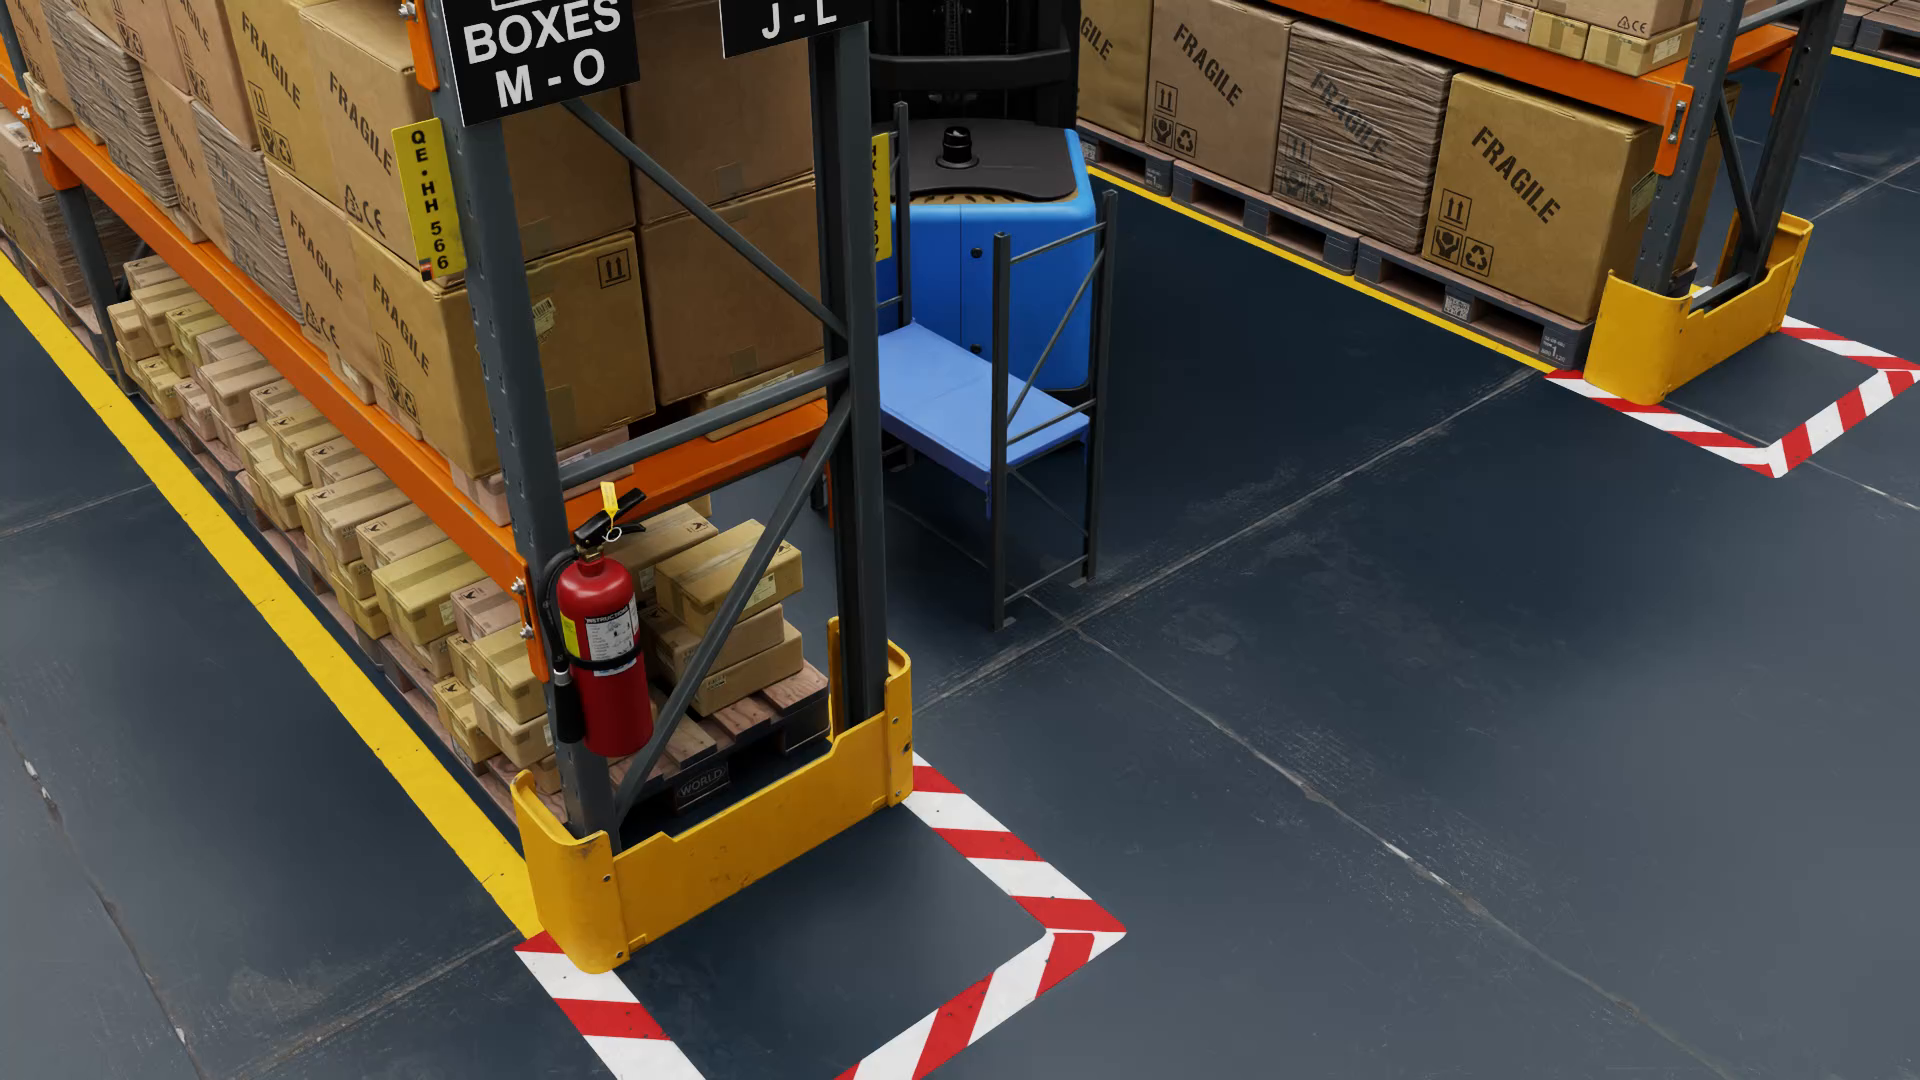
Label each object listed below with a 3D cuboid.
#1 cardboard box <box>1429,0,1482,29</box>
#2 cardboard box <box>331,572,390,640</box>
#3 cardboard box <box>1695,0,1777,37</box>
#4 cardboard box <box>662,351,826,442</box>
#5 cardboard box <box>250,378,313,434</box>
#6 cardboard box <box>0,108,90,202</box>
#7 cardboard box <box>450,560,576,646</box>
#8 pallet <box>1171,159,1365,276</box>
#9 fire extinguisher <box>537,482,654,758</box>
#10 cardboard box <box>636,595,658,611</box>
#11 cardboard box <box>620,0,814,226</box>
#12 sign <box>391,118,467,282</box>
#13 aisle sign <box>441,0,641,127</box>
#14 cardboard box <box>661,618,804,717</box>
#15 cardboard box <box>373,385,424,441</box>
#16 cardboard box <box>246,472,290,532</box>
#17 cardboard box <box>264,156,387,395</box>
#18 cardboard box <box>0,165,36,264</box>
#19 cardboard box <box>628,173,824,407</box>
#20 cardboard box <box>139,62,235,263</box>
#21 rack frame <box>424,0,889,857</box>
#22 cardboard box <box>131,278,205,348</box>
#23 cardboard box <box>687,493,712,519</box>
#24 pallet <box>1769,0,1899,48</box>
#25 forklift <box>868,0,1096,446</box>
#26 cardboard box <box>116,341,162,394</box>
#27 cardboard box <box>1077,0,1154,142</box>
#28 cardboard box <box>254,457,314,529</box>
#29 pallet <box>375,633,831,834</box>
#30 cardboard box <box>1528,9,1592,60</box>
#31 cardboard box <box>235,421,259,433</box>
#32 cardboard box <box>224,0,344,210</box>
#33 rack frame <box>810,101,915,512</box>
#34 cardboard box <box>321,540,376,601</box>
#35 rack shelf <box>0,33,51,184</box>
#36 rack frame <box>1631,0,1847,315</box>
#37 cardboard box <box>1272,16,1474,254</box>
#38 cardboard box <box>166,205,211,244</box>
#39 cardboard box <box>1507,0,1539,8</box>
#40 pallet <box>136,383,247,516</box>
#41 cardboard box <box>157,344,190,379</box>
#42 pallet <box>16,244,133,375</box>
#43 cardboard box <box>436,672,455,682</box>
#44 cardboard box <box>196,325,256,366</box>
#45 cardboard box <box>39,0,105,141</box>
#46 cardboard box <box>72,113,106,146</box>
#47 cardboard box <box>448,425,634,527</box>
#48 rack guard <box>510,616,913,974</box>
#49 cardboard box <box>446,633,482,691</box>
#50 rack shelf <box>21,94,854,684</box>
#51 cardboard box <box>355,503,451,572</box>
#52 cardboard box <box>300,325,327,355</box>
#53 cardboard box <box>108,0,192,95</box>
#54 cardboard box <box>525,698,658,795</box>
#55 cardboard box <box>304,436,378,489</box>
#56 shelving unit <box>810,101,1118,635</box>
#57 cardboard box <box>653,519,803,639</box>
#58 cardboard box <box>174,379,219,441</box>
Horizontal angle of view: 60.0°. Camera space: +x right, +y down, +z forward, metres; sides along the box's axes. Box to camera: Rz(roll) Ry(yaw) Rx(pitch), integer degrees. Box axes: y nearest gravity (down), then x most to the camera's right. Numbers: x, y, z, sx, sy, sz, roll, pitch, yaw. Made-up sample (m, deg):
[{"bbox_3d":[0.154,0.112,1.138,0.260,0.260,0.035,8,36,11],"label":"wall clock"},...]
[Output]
[{"bbox_3d":[2.255,-2.350,7.190,0.380,0.149,0.250,-25,42,-31],"label":"cardboard box"},{"bbox_3d":[-1.855,0.143,5.555,0.380,0.149,0.250,-28,44,-34],"label":"cardboard box"},{"bbox_3d":[3.251,-2.259,7.061,0.380,0.149,0.250,-25,43,-31],"label":"cardboard box"},{"bbox_3d":[-0.585,-0.439,4.492,0.380,0.149,0.250,-26,43,-32],"label":"cardboard box"},{"bbox_3d":[-2.284,-0.488,5.932,0.380,0.149,0.250,-28,44,-34],"label":"cardboard box"},{"bbox_3d":[-3.881,-1.734,7.254,0.500,0.250,0.500,-27,44,-33],"label":"cardboard box"},{"bbox_3d":[-1.280,0.202,4.959,0.380,0.149,0.250,-25,42,-31],"label":"cardboard box"},{"bbox_3d":[1.869,-1.806,8.617,1.003,0.211,1.213,-26,43,-32],"label":"pallet"},{"bbox_3d":[-0.816,0.191,3.775,0.296,0.674,0.183,-26,43,-32],"label":"fire extinguisher"},{"bbox_3d":[-0.902,0.126,5.323,0.380,0.149,0.250,-26,43,-32],"label":"cardboard box"},{"bbox_3d":[-0.713,-1.144,4.060,0.500,0.500,0.500,-26,43,-32],"label":"cardboard box"},{"bbox_3d":[-1.063,-0.679,3.339,0.100,0.325,0.005,-26,43,-32],"label":"sign"},{"bbox_3d":[-0.808,-1.193,3.090,0.394,0.787,0.004,-26,43,-32],"label":"aisle sign"},{"bbox_3d":[-0.720,0.365,5.242,0.380,0.149,0.250,-25,42,-31],"label":"cardboard box"},{"bbox_3d":[-1.358,-0.441,4.495,0.380,0.149,0.250,-26,43,-32],"label":"cardboard box"},{"bbox_3d":[-2.350,-0.212,6.057,0.380,0.149,0.250,-27,44,-33],"label":"cardboard box"},{"bbox_3d":[-1.441,-0.770,4.398,0.500,0.500,0.500,-27,43,-32],"label":"cardboard box"},{"bbox_3d":[-4.208,-1.653,7.788,0.500,0.500,0.500,-27,43,-33],"label":"cardboard box"},{"bbox_3d":[-0.705,-0.740,4.355,0.500,0.500,0.500,-24,42,-30],"label":"cardboard box"},{"bbox_3d":[-2.090,-1.214,5.025,0.500,0.500,0.500,-24,42,-30],"label":"cardboard box"},{"bbox_3d":[-0.626,-0.276,4.044,1.000,3.000,0.127,-26,43,-32],"label":"rack frame"},{"bbox_3d":[-3.011,-0.920,6.542,0.380,0.149,0.250,-24,42,-30],"label":"cardboard box"},{"bbox_3d":[-1.039,-0.121,5.414,0.380,0.149,0.250,-26,43,-32],"label":"cardboard box"},{"bbox_3d":[5.726,-3.708,11.303,1.003,0.211,1.213,-26,43,-32],"label":"pallet"},{"bbox_3d":[-0.051,-2.396,7.097,1.130,2.935,3.031,-1,35,-2],"label":"forklift"},{"bbox_3d":[-3.218,-0.769,6.844,0.380,0.149,0.250,-28,44,-34],"label":"cardboard box"},{"bbox_3d":[1.012,-2.830,9.126,0.875,0.875,0.875,-26,43,-32],"label":"cardboard box"},{"bbox_3d":[-2.216,-0.216,5.805,0.380,0.149,0.250,-26,43,-31],"label":"cardboard box"},{"bbox_3d":[-1.172,0.456,5.423,1.003,0.211,1.213,-26,43,-32],"label":"pallet"},{"bbox_3d":[2.578,-2.127,6.876,0.380,0.149,0.250,-26,43,-31],"label":"cardboard box"},{"bbox_3d":[-2.470,-0.469,6.163,0.380,0.149,0.250,-24,42,-30],"label":"cardboard box"},{"bbox_3d":[-1.438,-1.179,4.111,0.500,0.500,0.500,-28,44,-33],"label":"cardboard box"},{"bbox_3d":[-0.379,-0.823,6.115,0.500,1.500,0.032,-27,43,-33],"label":"rack frame"},{"bbox_3d":[-1.865,0.015,5.479,0.380,0.149,0.250,-25,42,-31],"label":"cardboard box"},{"bbox_3d":[-4.498,-2.632,7.993,1.077,0.370,4.000,-26,43,-32],"label":"rack shelf"},{"bbox_3d":[3.228,-2.081,6.594,1.000,3.000,0.127,-26,43,-32],"label":"rack frame"},{"bbox_3d":[2.167,-2.040,8.010,0.875,0.875,0.875,-26,43,-32],"label":"cardboard box"},{"bbox_3d":[-2.388,-1.129,5.466,0.380,0.149,0.250,-24,42,-30],"label":"cardboard box"},{"bbox_3d":[2.386,-2.481,7.030,0.500,0.250,0.500,-27,43,-33],"label":"cardboard box"},{"bbox_3d":[-2.747,-0.621,6.944,1.003,0.211,1.213,-26,43,-32],"label":"pallet"},{"bbox_3d":[-2.986,-0.814,6.650,0.380,0.149,0.250,-26,43,-31],"label":"cardboard box"},{"bbox_3d":[-3.711,-1.247,7.829,1.003,0.211,1.213,-26,43,-32],"label":"pallet"},{"bbox_3d":[-1.473,0.337,5.282,0.380,0.149,0.250,-26,43,-32],"label":"cardboard box"},{"bbox_3d":[-2.624,-0.720,6.260,0.380,0.149,0.250,-27,43,-33],"label":"cardboard box"},{"bbox_3d":[-2.756,-1.676,5.677,0.500,0.500,0.500,-26,43,-32],"label":"cardboard box"},{"bbox_3d":[-3.051,-1.606,6.140,0.380,0.149,0.250,-25,42,-31],"label":"cardboard box"},{"bbox_3d":[-1.052,-0.212,4.171,0.380,0.149,0.250,-26,43,-32],"label":"cardboard box"},{"bbox_3d":[-0.675,0.710,4.814,1.175,0.500,0.348,-26,43,-32],"label":"rack guard"},{"bbox_3d":[-1.312,0.333,5.031,0.380,0.149,0.250,-27,43,-33],"label":"cardboard box"},{"bbox_3d":[-1.917,-0.866,5.499,1.077,0.370,4.000,-26,43,-32],"label":"rack shelf"},{"bbox_3d":[-1.662,-0.003,5.248,0.380,0.149,0.250,-28,44,-33],"label":"cardboard box"},{"bbox_3d":[-1.688,-0.672,4.821,0.380,0.149,0.250,-28,44,-34],"label":"cardboard box"},{"bbox_3d":[-2.125,-1.638,4.758,0.500,0.500,0.500,-28,44,-33],"label":"cardboard box"},{"bbox_3d":[-1.125,0.561,4.965,0.380,0.149,0.250,-25,42,-31],"label":"cardboard box"},{"bbox_3d":[-1.964,-0.259,5.609,0.380,0.149,0.250,-28,44,-33],"label":"cardboard box"},{"bbox_3d":[-0.041,-0.603,5.804,0.538,1.500,1.048,-27,43,-33],"label":"shelving unit"},{"bbox_3d":[-0.705,0.115,5.081,0.380,0.149,0.250,-28,44,-34],"label":"cardboard box"},{"bbox_3d":[-2.846,-0.562,6.551,0.380,0.149,0.250,-26,43,-32],"label":"cardboard box"}]
